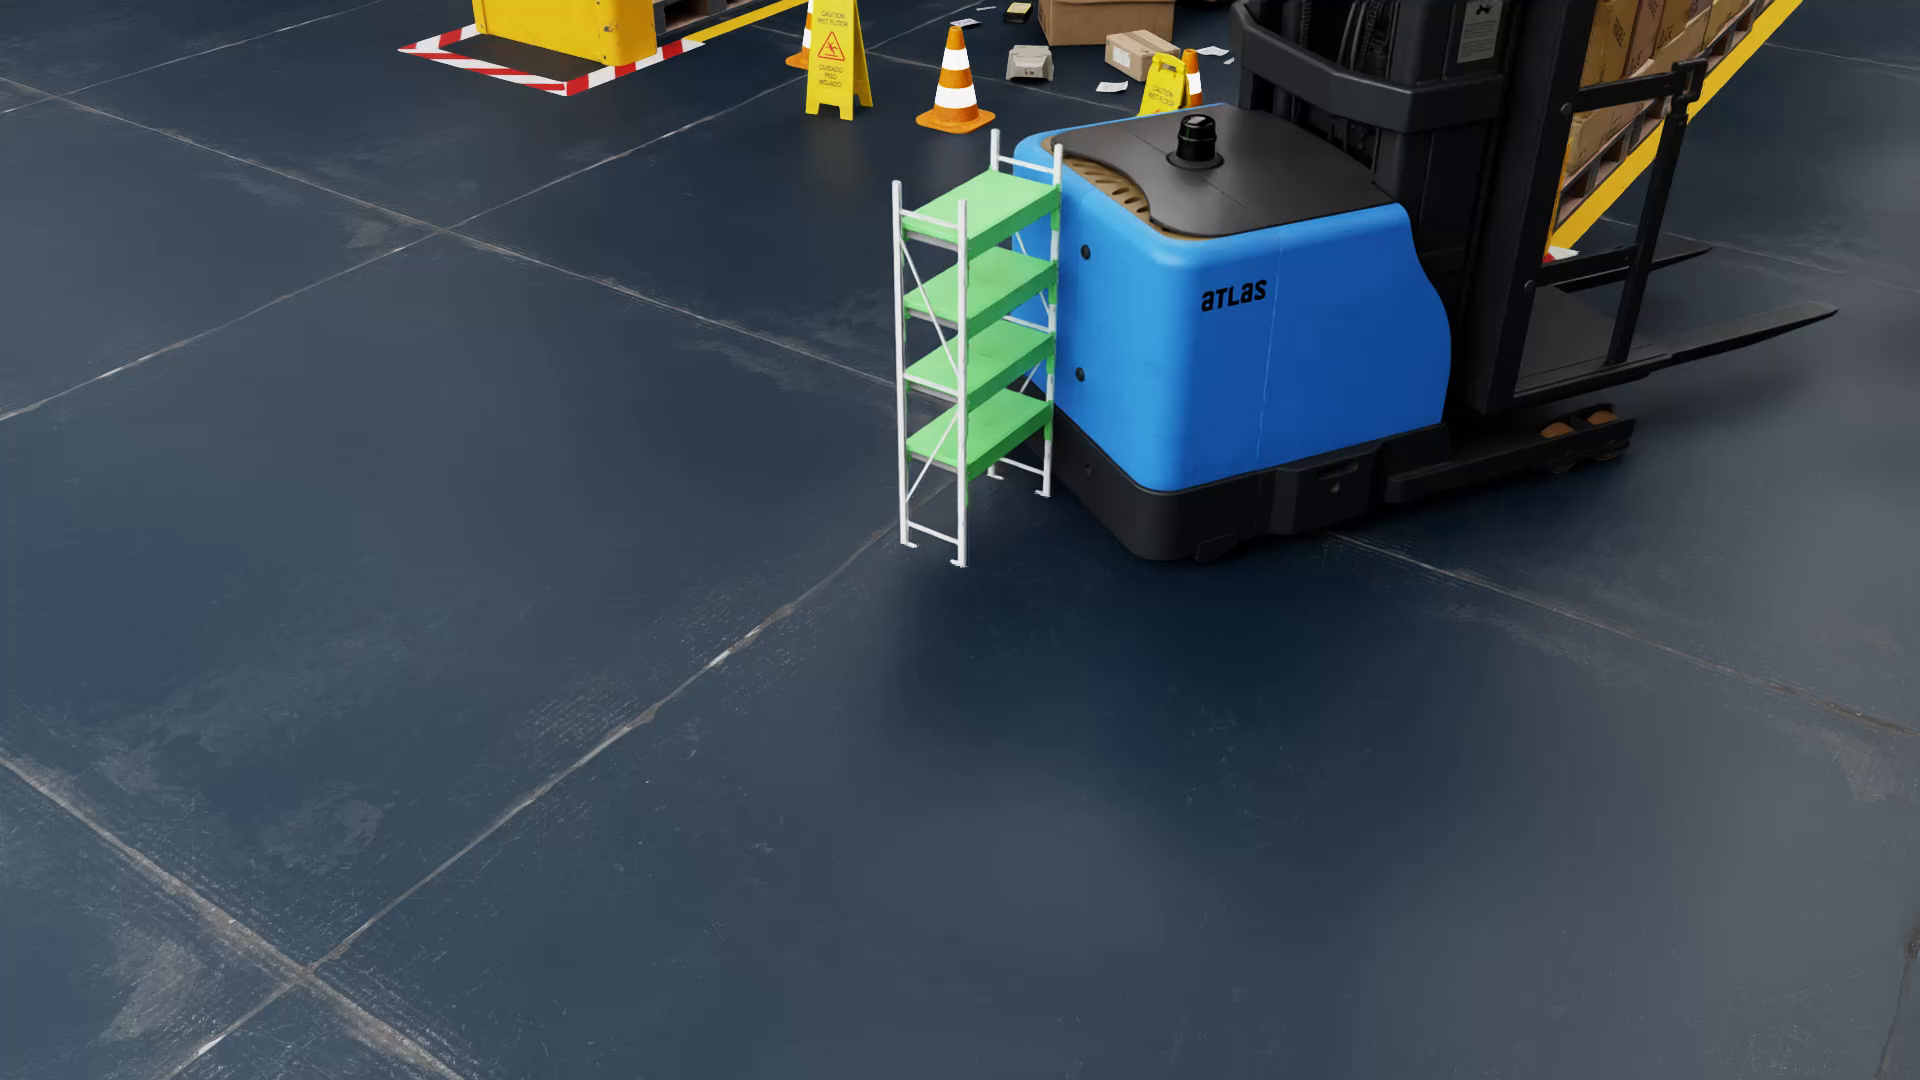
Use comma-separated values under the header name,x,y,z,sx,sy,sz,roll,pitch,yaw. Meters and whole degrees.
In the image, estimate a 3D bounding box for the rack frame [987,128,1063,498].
name,x,y,z,sx,sy,sz,roll,pitch,yaw
rack frame,0.195,-0.675,5.177,0.240,1.200,0.015,21,39,28

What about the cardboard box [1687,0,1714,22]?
name,x,y,z,sx,sy,sz,roll,pitch,yaw
cardboard box,3.484,-2.911,8.286,0.500,0.500,0.500,24,41,31

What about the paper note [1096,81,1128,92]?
name,x,y,z,sx,sy,sz,roll,pitch,yaw
paper note,0.803,-2.393,8.761,0.148,0.019,0.142,8,35,12

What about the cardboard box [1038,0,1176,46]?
name,x,y,z,sx,sy,sz,roll,pitch,yaw
cardboard box,0.821,-3.135,9.436,0.797,0.503,0.637,-3,34,-4

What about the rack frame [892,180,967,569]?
name,x,y,z,sx,sy,sz,roll,pitch,yaw
rack frame,-0.083,-0.451,4.845,0.240,1.200,0.015,21,39,28

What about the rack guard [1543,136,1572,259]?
name,x,y,z,sx,sy,sz,roll,pitch,yaw
rack guard,1.942,-1.551,7.098,1.175,0.500,0.348,21,39,28

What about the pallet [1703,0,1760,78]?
name,x,y,z,sx,sy,sz,roll,pitch,yaw
pallet,3.826,-2.917,9.375,1.003,0.211,1.213,21,39,28

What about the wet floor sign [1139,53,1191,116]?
name,x,y,z,sx,sy,sz,roll,pitch,yaw
wet floor sign,0.912,-1.831,7.382,0.232,0.644,0.267,-22,40,-29

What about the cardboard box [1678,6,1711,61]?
name,x,y,z,sx,sy,sz,roll,pitch,yaw
cardboard box,3.474,-2.589,8.480,0.500,0.250,0.500,22,40,29

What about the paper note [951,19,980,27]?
name,x,y,z,sx,sy,sz,roll,pitch,yaw
paper note,0.040,-3.016,9.684,0.142,0.017,0.144,-22,40,-29

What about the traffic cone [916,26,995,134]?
name,x,y,z,sx,sy,sz,roll,pitch,yaw
traffic cone,-0.021,-2.309,8.251,0.336,0.463,0.334,21,39,28

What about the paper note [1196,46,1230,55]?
name,x,y,z,sx,sy,sz,roll,pitch,yaw
paper note,1.410,-2.731,9.272,0.142,0.019,0.148,-22,40,-29

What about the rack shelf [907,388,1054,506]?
name,x,y,z,sx,sy,sz,roll,pitch,yaw
rack shelf,0.056,-0.311,5.182,0.258,0.148,0.480,21,39,28

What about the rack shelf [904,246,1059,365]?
name,x,y,z,sx,sy,sz,roll,pitch,yaw
rack shelf,0.056,-0.709,4.913,0.258,0.148,0.480,21,39,28

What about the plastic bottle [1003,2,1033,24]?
name,x,y,z,sx,sy,sz,roll,pitch,yaw
plastic bottle,0.350,-3.119,9.807,0.133,0.061,0.283,8,35,12

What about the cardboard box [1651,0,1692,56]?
name,x,y,z,sx,sy,sz,roll,pitch,yaw
cardboard box,3.186,-2.662,7.919,0.500,0.500,0.500,22,40,29

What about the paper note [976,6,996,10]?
name,x,y,z,sx,sy,sz,roll,pitch,yaw
paper note,0.155,-3.178,9.940,0.123,0.001,0.032,-15,37,-21

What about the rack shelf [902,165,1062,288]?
name,x,y,z,sx,sy,sz,roll,pitch,yaw
rack shelf,0.056,-0.908,4.778,0.258,0.148,0.480,21,39,28

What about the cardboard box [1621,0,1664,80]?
name,x,y,z,sx,sy,sz,roll,pitch,yaw
cardboard box,2.894,-2.434,7.581,0.500,0.500,0.500,20,39,27

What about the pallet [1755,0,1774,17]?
name,x,y,z,sx,sy,sz,roll,pitch,yaw
pallet,4.622,-3.596,10.380,1.003,0.211,1.213,21,39,28

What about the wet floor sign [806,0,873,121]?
name,x,y,z,sx,sy,sz,roll,pitch,yaw
wet floor sign,-0.615,-2.465,8.320,0.267,0.644,0.232,14,37,20

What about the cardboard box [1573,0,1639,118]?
name,x,y,z,sx,sy,sz,roll,pitch,yaw
cardboard box,2.599,-2.192,7.223,0.500,0.500,0.500,20,39,27

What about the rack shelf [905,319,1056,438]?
name,x,y,z,sx,sy,sz,roll,pitch,yaw
rack shelf,0.056,-0.510,5.047,0.258,0.148,0.480,21,39,28

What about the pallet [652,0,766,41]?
name,x,y,z,sx,sy,sz,roll,pitch,yaw
pallet,-1.834,-3.324,9.977,1.003,0.211,1.213,21,39,28

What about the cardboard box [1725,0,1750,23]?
name,x,y,z,sx,sy,sz,roll,pitch,yaw
cardboard box,4.063,-3.070,9.191,0.500,0.250,0.500,23,40,30

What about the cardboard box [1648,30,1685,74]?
name,x,y,z,sx,sy,sz,roll,pitch,yaw
cardboard box,3.184,-2.357,8.138,0.500,0.250,0.500,24,41,31

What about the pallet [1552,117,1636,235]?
name,x,y,z,sx,sy,sz,roll,pitch,yaw
pallet,2.435,-1.794,7.715,1.003,0.211,1.213,21,39,28

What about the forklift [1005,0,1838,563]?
name,x,y,z,sx,sy,sz,roll,pitch,yaw
forklift,1.714,-1.692,5.136,3.031,2.935,1.130,-14,37,-20

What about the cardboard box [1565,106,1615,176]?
name,x,y,z,sx,sy,sz,roll,pitch,yaw
cardboard box,2.586,-1.870,7.417,0.500,0.250,0.500,21,39,28

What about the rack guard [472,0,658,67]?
name,x,y,z,sx,sy,sz,roll,pitch,yaw
rack guard,-2.239,-3.040,9.299,1.175,0.500,0.348,21,39,28

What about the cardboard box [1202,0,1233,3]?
name,x,y,z,sx,sy,sz,roll,pitch,yaw
cardboard box,1.347,-3.624,10.039,0.797,0.637,0.503,21,39,28

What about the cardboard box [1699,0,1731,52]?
name,x,y,z,sx,sy,sz,roll,pitch,yaw
cardboard box,3.768,-2.821,8.824,0.500,0.250,0.500,20,39,27

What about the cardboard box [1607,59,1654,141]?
name,x,y,z,sx,sy,sz,roll,pitch,yaw
cardboard box,2.883,-2.102,7.761,0.500,0.250,0.500,23,40,30

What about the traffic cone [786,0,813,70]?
name,x,y,z,sx,sy,sz,roll,pitch,yaw
traffic cone,-0.756,-2.826,9.017,0.336,0.463,0.334,21,39,28

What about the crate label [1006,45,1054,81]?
name,x,y,z,sx,sy,sz,roll,pitch,yaw
crate label,0.376,-2.556,8.907,0.250,0.136,0.298,3,34,4

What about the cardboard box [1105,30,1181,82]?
name,x,y,z,sx,sy,sz,roll,pitch,yaw
cardboard box,0.986,-2.619,8.990,0.250,0.149,0.380,-15,37,-21

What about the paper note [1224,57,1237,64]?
name,x,y,z,sx,sy,sz,roll,pitch,yaw
paper note,1.488,-2.632,9.134,0.032,0.001,0.123,21,39,28

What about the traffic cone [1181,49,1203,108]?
name,x,y,z,sx,sy,sz,roll,pitch,yaw
traffic cone,1.084,-2.111,7.958,0.336,0.463,0.334,21,39,28

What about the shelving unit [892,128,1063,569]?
name,x,y,z,sx,sy,sz,roll,pitch,yaw
shelving unit,0.056,-0.563,5.011,0.258,1.200,0.503,21,39,28

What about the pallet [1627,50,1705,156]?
name,x,y,z,sx,sy,sz,roll,pitch,yaw
pallet,3.131,-2.353,8.542,1.003,0.211,1.213,21,39,28
